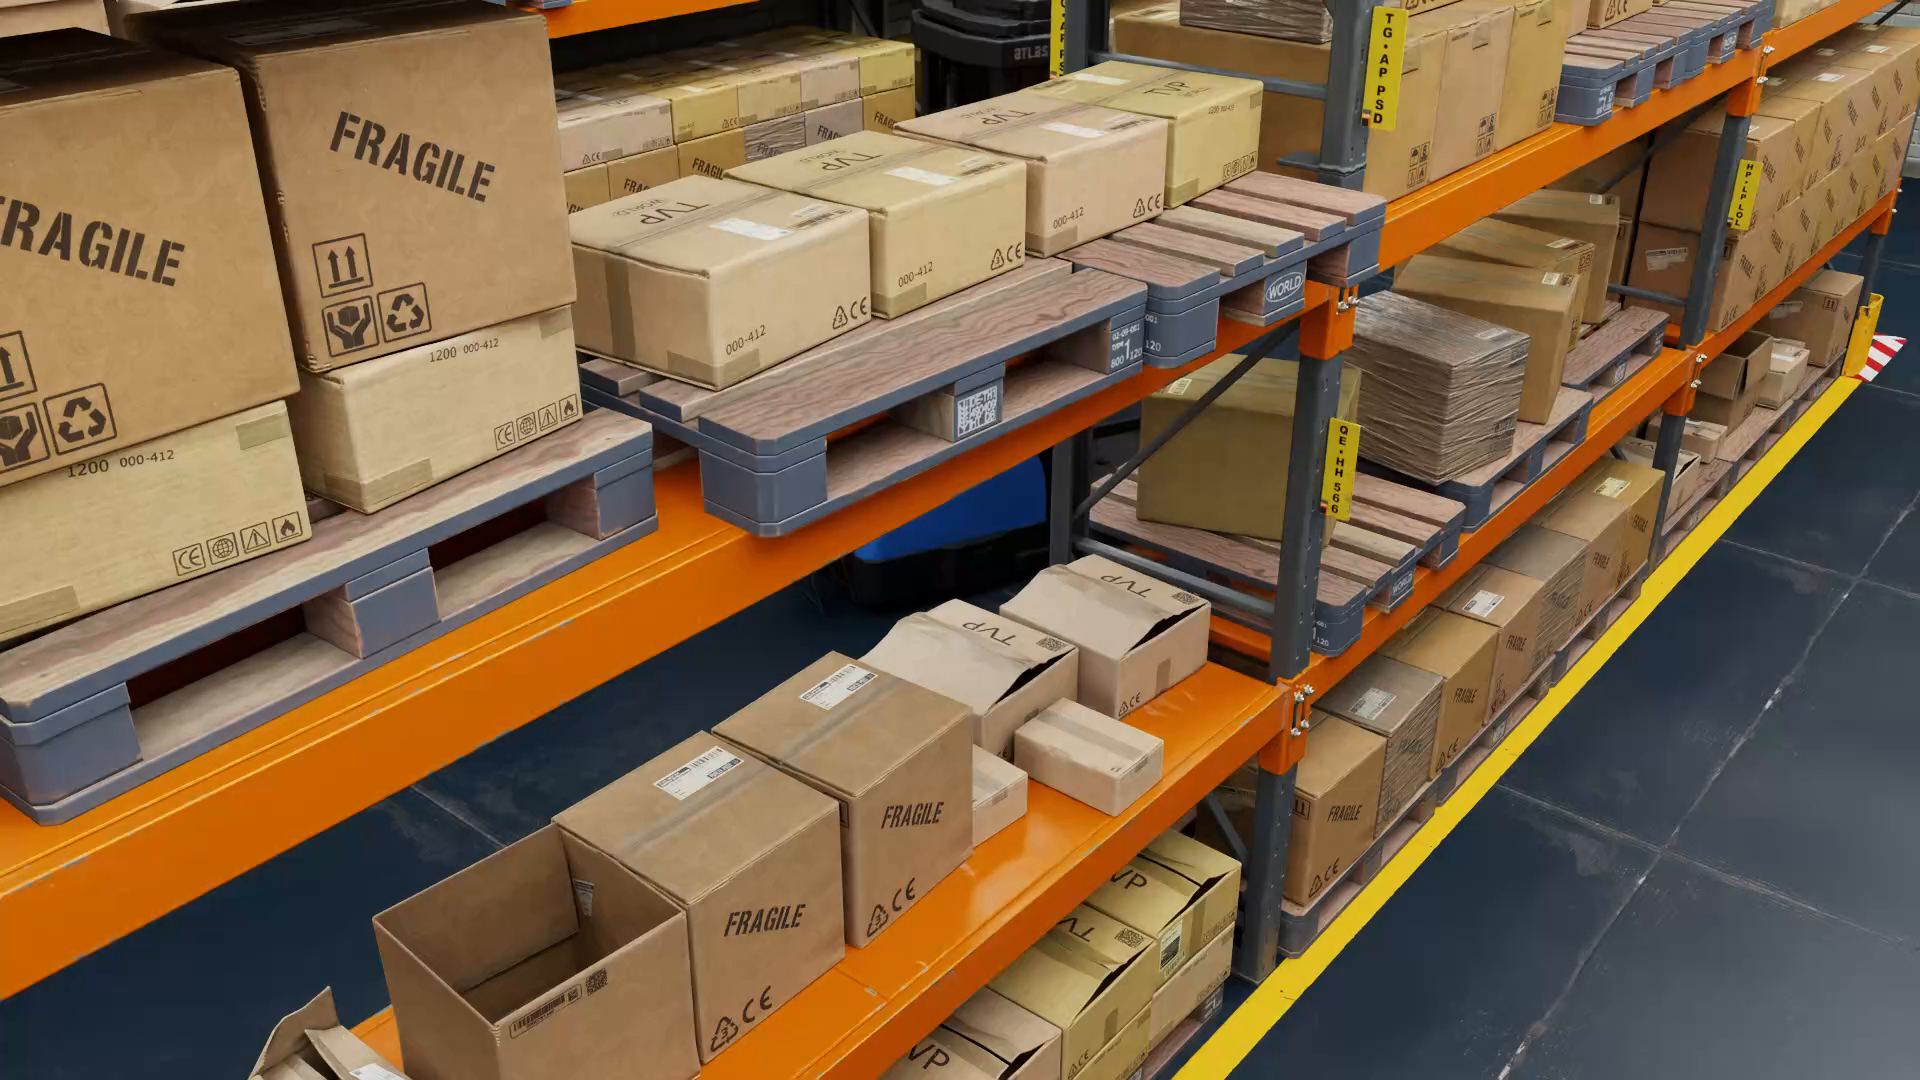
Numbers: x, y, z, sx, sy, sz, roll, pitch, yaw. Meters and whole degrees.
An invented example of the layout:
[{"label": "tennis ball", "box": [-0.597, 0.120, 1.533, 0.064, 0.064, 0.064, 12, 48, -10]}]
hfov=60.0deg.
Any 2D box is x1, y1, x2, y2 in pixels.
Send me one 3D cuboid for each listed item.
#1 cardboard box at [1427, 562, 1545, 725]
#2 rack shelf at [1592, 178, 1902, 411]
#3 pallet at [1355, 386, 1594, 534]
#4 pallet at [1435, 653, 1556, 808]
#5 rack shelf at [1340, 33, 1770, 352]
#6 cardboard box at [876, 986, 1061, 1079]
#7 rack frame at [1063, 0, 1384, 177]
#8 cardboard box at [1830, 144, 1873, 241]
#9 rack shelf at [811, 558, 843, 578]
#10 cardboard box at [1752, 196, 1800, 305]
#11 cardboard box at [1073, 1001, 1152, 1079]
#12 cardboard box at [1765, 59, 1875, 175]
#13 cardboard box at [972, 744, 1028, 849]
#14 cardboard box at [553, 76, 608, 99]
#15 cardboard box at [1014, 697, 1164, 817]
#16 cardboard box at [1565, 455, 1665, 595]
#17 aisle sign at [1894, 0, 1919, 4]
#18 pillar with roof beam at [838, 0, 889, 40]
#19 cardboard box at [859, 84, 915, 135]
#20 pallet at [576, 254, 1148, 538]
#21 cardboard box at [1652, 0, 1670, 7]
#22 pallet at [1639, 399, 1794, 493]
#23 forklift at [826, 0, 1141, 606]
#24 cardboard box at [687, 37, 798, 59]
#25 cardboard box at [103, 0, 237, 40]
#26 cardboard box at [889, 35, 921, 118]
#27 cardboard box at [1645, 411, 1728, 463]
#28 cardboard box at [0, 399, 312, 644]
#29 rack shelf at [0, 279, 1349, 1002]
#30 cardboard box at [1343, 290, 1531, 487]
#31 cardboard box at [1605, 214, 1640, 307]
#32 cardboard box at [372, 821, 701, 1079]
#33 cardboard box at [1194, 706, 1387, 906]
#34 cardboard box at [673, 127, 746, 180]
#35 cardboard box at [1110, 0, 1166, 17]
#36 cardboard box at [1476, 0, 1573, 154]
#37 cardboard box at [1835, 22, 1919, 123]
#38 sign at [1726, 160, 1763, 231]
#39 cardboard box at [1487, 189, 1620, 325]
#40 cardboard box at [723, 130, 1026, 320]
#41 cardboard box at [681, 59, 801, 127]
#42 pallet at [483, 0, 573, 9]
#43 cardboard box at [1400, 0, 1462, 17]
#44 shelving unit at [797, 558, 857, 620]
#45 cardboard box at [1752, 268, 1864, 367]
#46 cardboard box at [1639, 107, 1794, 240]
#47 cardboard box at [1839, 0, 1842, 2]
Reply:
[{"label": "cardboard box", "box": [2.234, 0.424, 7.408, 0.500, 0.500, 0.500, 19, 33, 33]}, {"label": "rack shelf", "box": [4.561, -1.671, 9.998, 1.077, 0.370, 4.000, 21, 34, 34]}, {"label": "pallet", "box": [1.978, -0.468, 7.100, 1.003, 0.211, 1.213, 21, 34, 34]}, {"label": "pallet", "box": [2.025, 0.691, 7.684, 1.003, 0.211, 1.213, 21, 34, 34]}, {"label": "rack shelf", "box": [2.016, -1.585, 6.567, 1.077, 0.370, 4.000, 21, 34, 34]}, {"label": "cardboard box", "box": [-0.048, 1.545, 4.924, 0.500, 0.311, 0.500, 20, 34, 34]}, {"label": "rack frame", "box": [0.744, -2.527, 4.342, 1.000, 3.000, 0.127, 21, 34, 34]}, {"label": "cardboard box", "box": [5.109, -2.145, 10.023, 0.500, 0.500, 0.500, 21, 34, 35]}, {"label": "rack shelf", "box": [-0.737, 0.068, 8.402, 0.180, 0.103, 0.258, -30, 37, -20]}, {"label": "cardboard box", "box": [4.146, -1.609, 8.987, 0.500, 0.500, 0.500, 21, 34, 35]}, {"label": "cardboard box", "box": [0.273, 1.613, 5.402, 0.500, 0.250, 0.500, 20, 34, 34]}, {"label": "cardboard box", "box": [4.788, -2.403, 9.433, 0.500, 0.500, 0.500, 22, 35, 36]}, {"label": "cardboard box", "box": [-0.023, 0.717, 4.872, 0.380, 0.149, 0.250, 24, 36, 38]}, {"label": "cardboard box", "box": [-2.331, -2.428, 9.408, 0.500, 0.250, 0.500, 20, 33, 33]}, {"label": "cardboard box", "box": [0.385, 0.648, 5.006, 0.380, 0.149, 0.250, 21, 34, 34]}, {"label": "cardboard box", "box": [3.196, -0.108, 8.435, 0.500, 0.500, 0.500, 21, 34, 34]}, {"label": "aisle sign", "box": [6.113, -3.789, 10.480, 0.394, 0.787, 0.004, 21, 34, 34]}, {"label": "pillar with roof beam", "box": [2.563, -4.635, 8.416, 9.100, 9.000, 0.400, 21, 34, 34]}, {"label": "cardboard box", "box": [-0.635, -2.676, 10.703, 0.500, 0.500, 0.500, 20, 33, 34]}, {"label": "pallet", "box": [-0.327, -0.447, 3.791, 1.003, 0.211, 1.213, 23, 35, 37]}, {"label": "cardboard box", "box": [2.911, -2.732, 7.327, 0.600, 0.600, 0.600, 17, 32, 30]}, {"label": "pallet", "box": [4.502, -0.720, 10.413, 1.003, 0.211, 1.213, 21, 34, 34]}, {"label": "forklift", "box": [0.617, -1.431, 8.826, 3.031, 2.935, 1.130, -14, 30, -24]}, {"label": "cardboard box", "box": [-1.358, -2.972, 10.459, 0.500, 0.250, 0.500, 21, 34, 35]}, {"label": "cardboard box", "box": [-3.330, -2.277, 7.197, 0.500, 0.311, 0.500, 21, 34, 34]}, {"label": "cardboard box", "box": [-0.179, -3.048, 11.551, 0.980, 0.700, 0.700, 21, 34, 35]}, {"label": "cardboard box", "box": [4.265, -0.613, 9.776, 0.380, 0.166, 0.250, 21, 34, 34]}, {"label": "cardboard box", "box": [-1.401, -0.113, 2.645, 0.500, 0.250, 0.500, -24, 36, -38]}, {"label": "rack shelf", "box": [-0.528, -0.167, 3.826, 1.077, 0.370, 4.000, 21, 34, 34]}, {"label": "cardboard box", "box": [1.787, -0.618, 6.615, 0.500, 0.500, 0.700, -21, 34, -34]}, {"label": "cardboard box", "box": [3.408, -1.578, 8.926, 0.500, 0.500, 0.500, 21, 34, 35]}, {"label": "cardboard box", "box": [-0.964, 1.057, 3.834, 0.500, 0.500, 0.500, 24, 36, 38]}, {"label": "cardboard box", "box": [1.254, 0.974, 6.344, 0.500, 0.500, 0.500, 22, 35, 36]}, {"label": "cardboard box", "box": [-1.592, -2.138, 9.663, 0.500, 0.500, 0.500, 22, 34, 36]}, {"label": "cardboard box", "box": [1.237, -3.834, 13.070, 0.980, 0.700, 0.700, 20, 34, 34]}, {"label": "cardboard box", "box": [1.651, -1.769, 6.032, 0.910, 0.500, 0.500, 21, 34, 34]}, {"label": "cardboard box", "box": [5.762, -2.950, 10.490, 0.500, 0.500, 0.500, 20, 34, 34]}, {"label": "sign", "box": [3.719, -1.634, 7.885, 0.100, 0.325, 0.005, 21, 34, 34]}, {"label": "cardboard box", "box": [2.815, -1.409, 8.144, 0.700, 0.500, 0.500, 9, 29, 18]}, {"label": "cardboard box", "box": [-0.193, -0.747, 3.871, 0.500, 0.250, 0.500, 20, 33, 33]}, {"label": "cardboard box", "box": [-1.293, -2.646, 9.830, 0.500, 0.250, 0.500, 22, 34, 35]}, {"label": "pallet", "box": [-2.712, -2.802, 8.342, 1.213, 0.211, 1.003, 23, 35, 37]}, {"label": "cardboard box", "box": [1.351, -2.017, 5.423, 0.500, 0.500, 0.500, 21, 34, 34]}, {"label": "shelving unit", "box": [-0.798, -0.159, 8.241, 0.189, 1.200, 0.258, -30, 37, -20]}, {"label": "cardboard box", "box": [5.677, -1.520, 11.165, 0.500, 0.500, 0.500, 21, 34, 34]}, {"label": "cardboard box", "box": [3.805, -1.854, 8.373, 0.500, 0.500, 0.500, 22, 34, 36]}, {"label": "cardboard box", "box": [4.429, -3.000, 8.683, 0.500, 0.250, 0.500, 21, 34, 34]}]
